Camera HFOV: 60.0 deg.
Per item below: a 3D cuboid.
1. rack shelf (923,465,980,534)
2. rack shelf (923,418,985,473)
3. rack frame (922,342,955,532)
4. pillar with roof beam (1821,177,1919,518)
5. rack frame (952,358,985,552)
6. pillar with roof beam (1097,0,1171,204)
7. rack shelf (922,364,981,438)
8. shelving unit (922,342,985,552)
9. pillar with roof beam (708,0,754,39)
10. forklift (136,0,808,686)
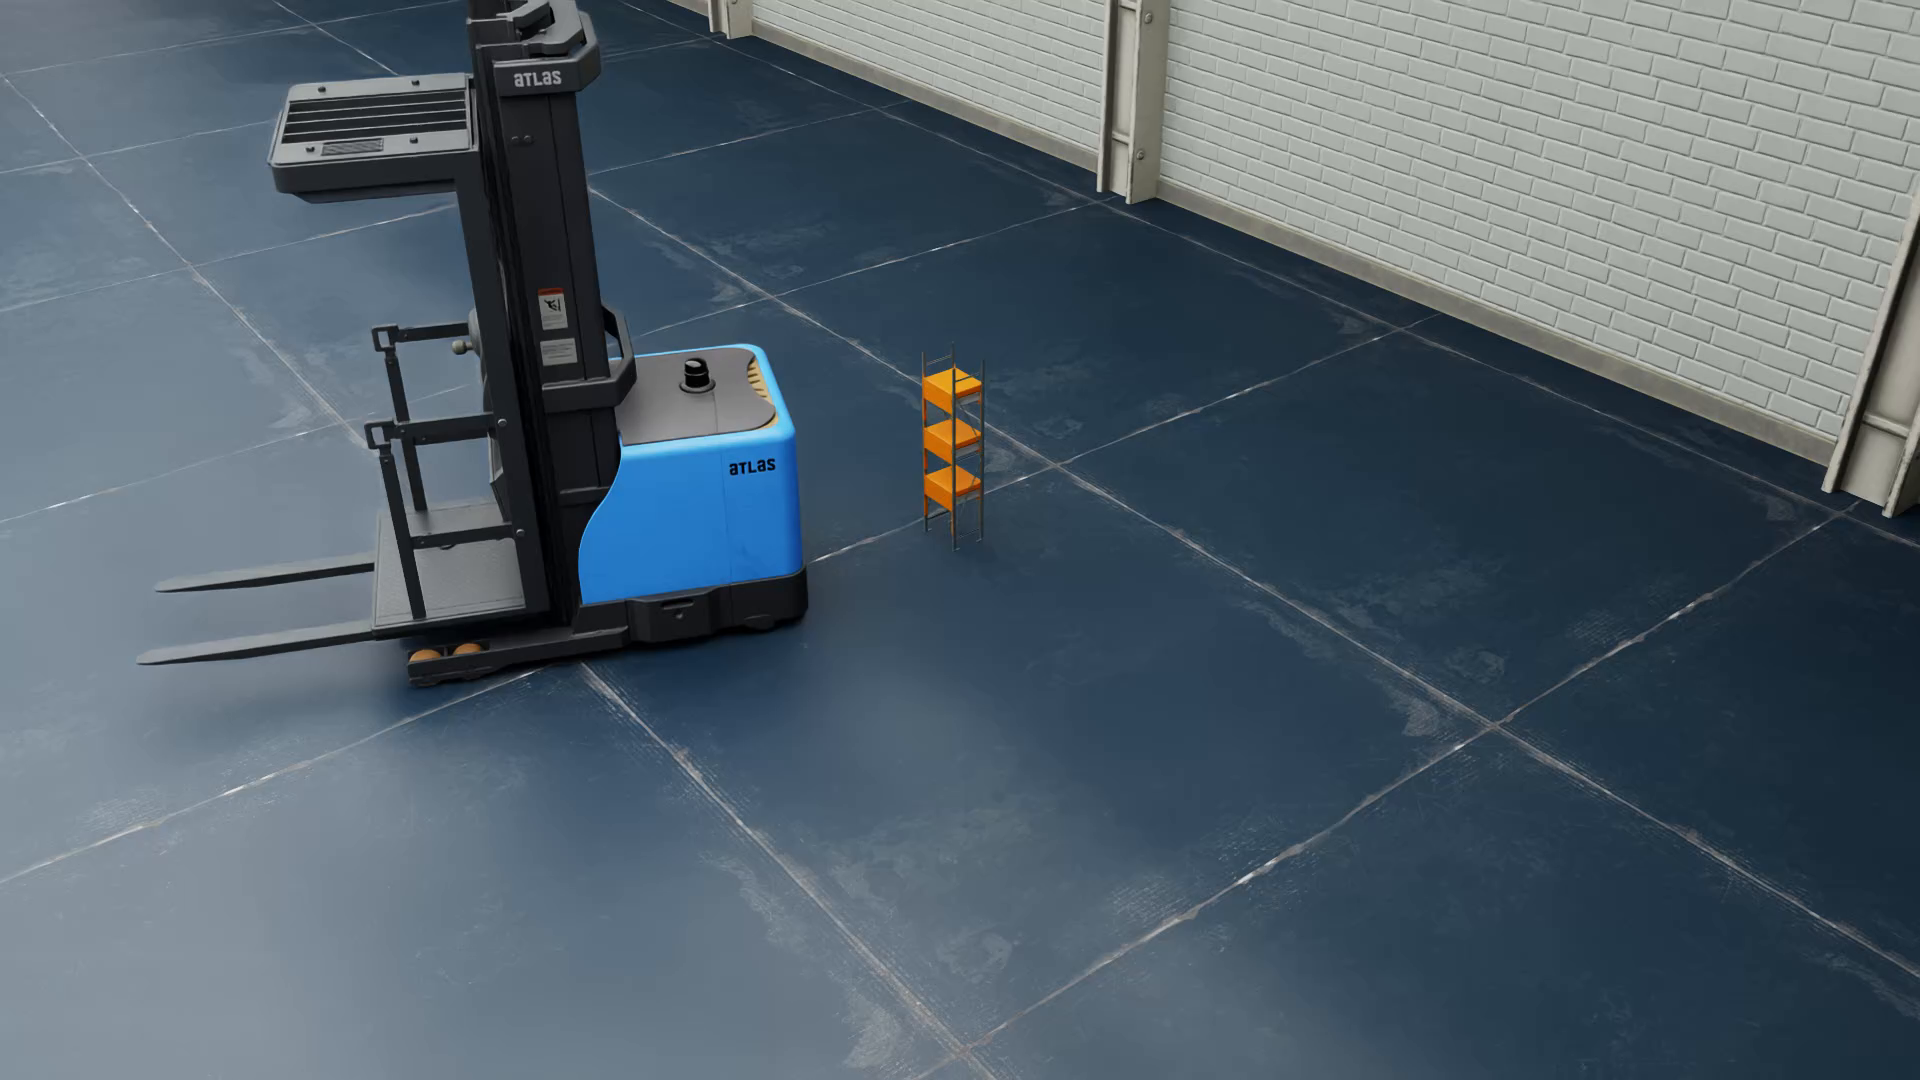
[{"bbox_3d":[-0.033,-0.223,8.661,0.215,0.259,0.240,-22,38,-31],"label":"rack shelf"},{"bbox_3d":[-0.033,-0.459,8.515,0.215,0.259,0.240,-22,38,-31],"label":"rack shelf"},{"bbox_3d":[-0.108,-0.519,8.591,0.200,1.050,0.008,-22,38,-31],"label":"rack frame"},{"bbox_3d":[1.604,-2.677,4.530,9.100,9.000,0.400,-22,38,-31],"label":"pillar with roof beam"},{"bbox_3d":[0.042,-0.417,8.427,0.200,1.050,0.008,-22,38,-31],"label":"rack frame"},{"bbox_3d":[-2.075,-5.177,8.557,9.100,9.000,0.400,-22,38,-31],"label":"pillar with roof beam"},{"bbox_3d":[-0.033,-0.700,8.365,0.215,0.259,0.240,-22,38,-31],"label":"rack shelf"},{"bbox_3d":[-0.033,-0.468,8.509,0.215,1.050,0.252,-22,38,-31],"label":"shelving unit"},{"bbox_3d":[-5.754,-7.678,12.583,9.100,9.000,0.400,-22,38,-31],"label":"pillar with roof beam"},{"bbox_3d":[-2.313,-0.881,7.391,3.031,2.935,1.130,-8,33,-13],"label":"forklift"}]
